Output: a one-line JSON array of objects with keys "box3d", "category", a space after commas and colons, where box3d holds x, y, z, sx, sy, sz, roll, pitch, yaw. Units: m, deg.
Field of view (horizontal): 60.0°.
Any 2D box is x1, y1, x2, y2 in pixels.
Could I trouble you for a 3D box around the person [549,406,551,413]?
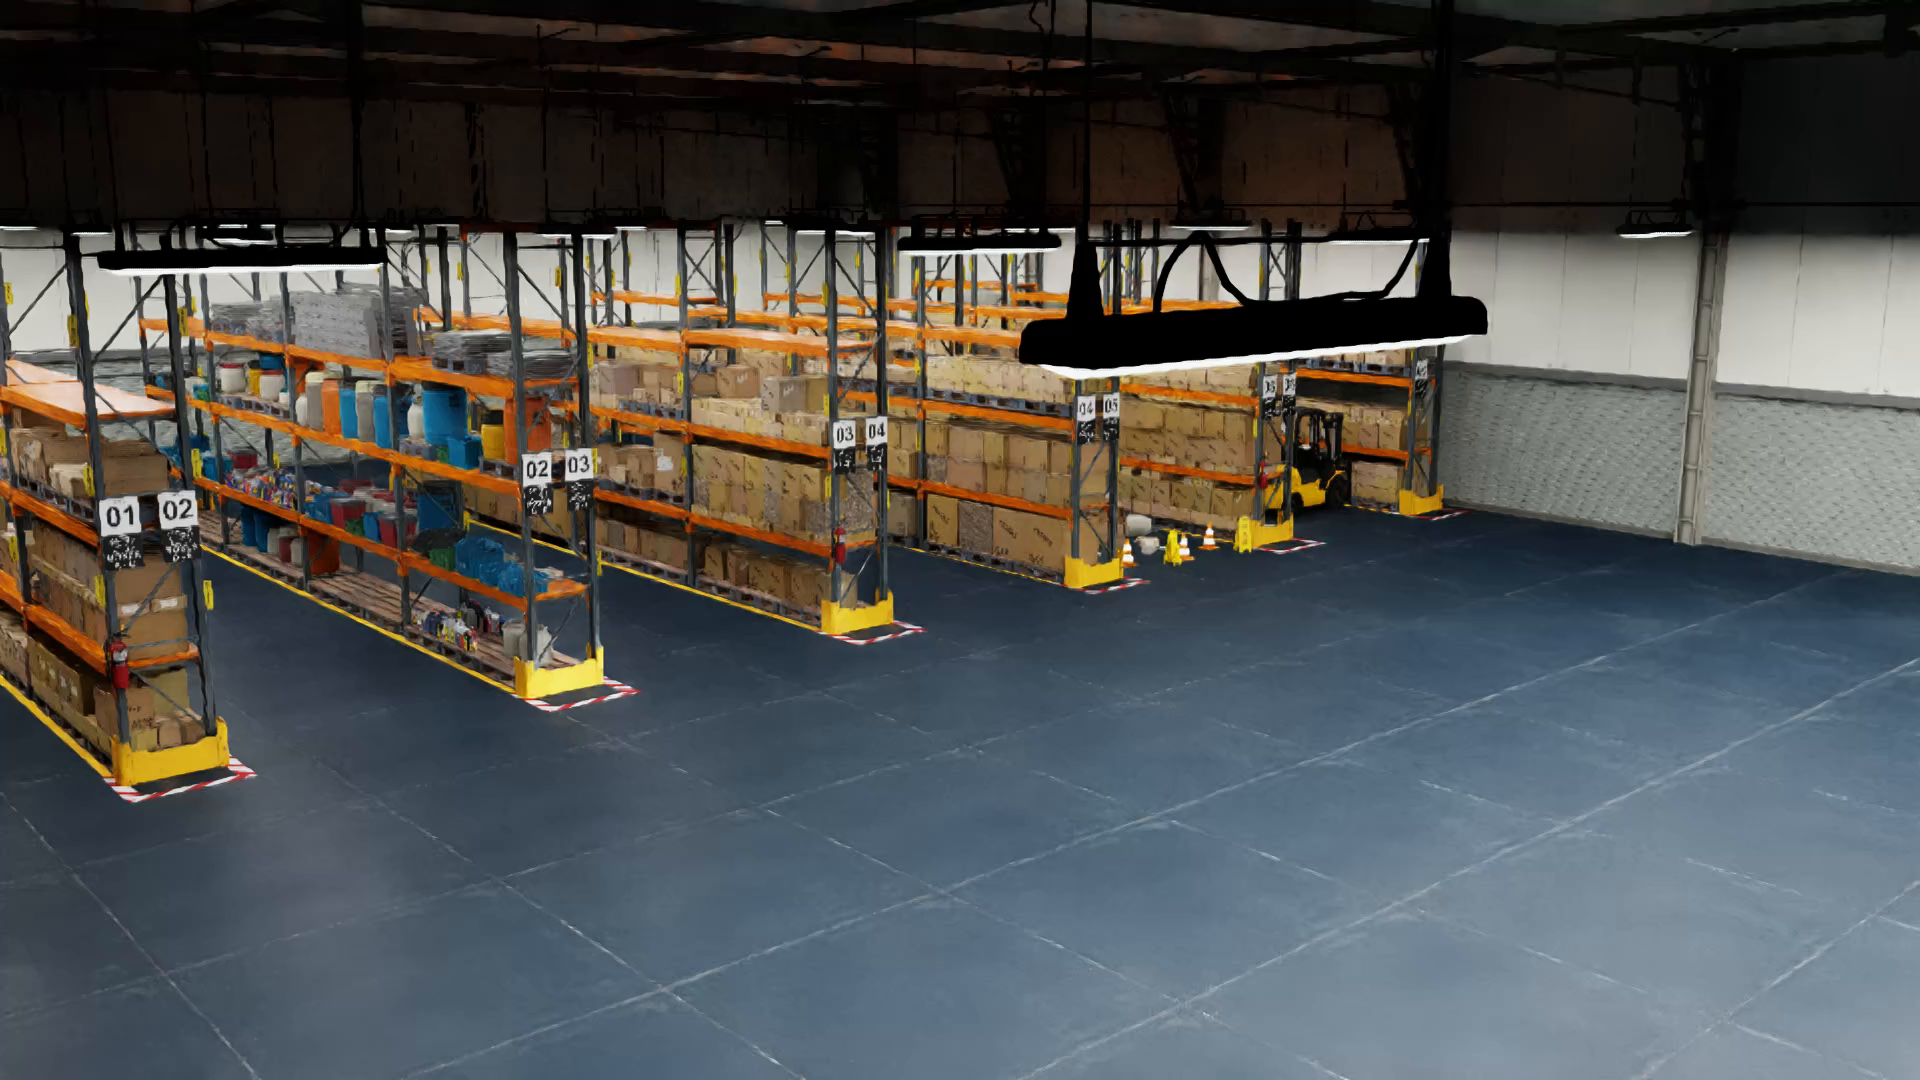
[{"box3d": [-10.462, -2.892, 41.734, 0.551, 1.786, 0.712, 4, 12, 18], "category": "person"}]
